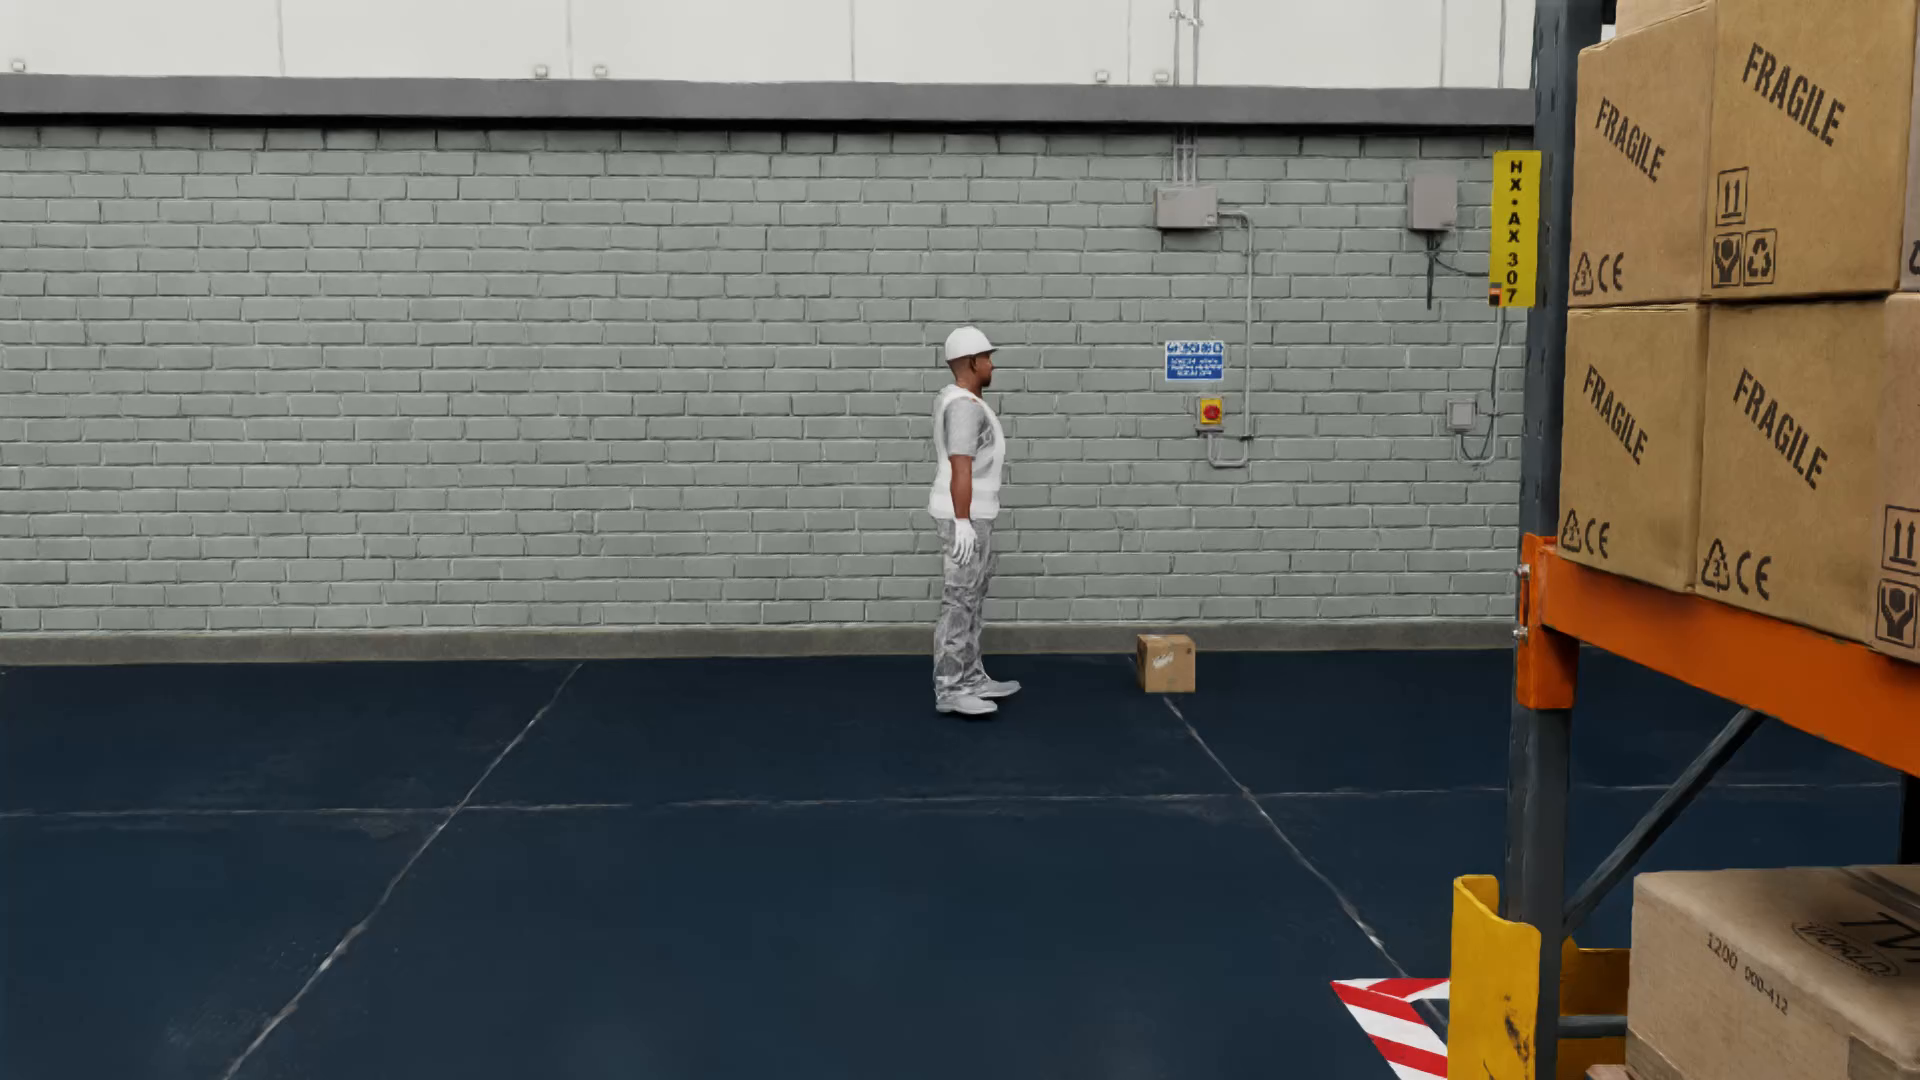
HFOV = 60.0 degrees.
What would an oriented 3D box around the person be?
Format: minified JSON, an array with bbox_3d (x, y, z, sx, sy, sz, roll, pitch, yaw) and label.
[{"bbox_3d":[0.078,-0.095,7.766,0.453,1.791,0.671,0,7,-3],"label":"person"}]
